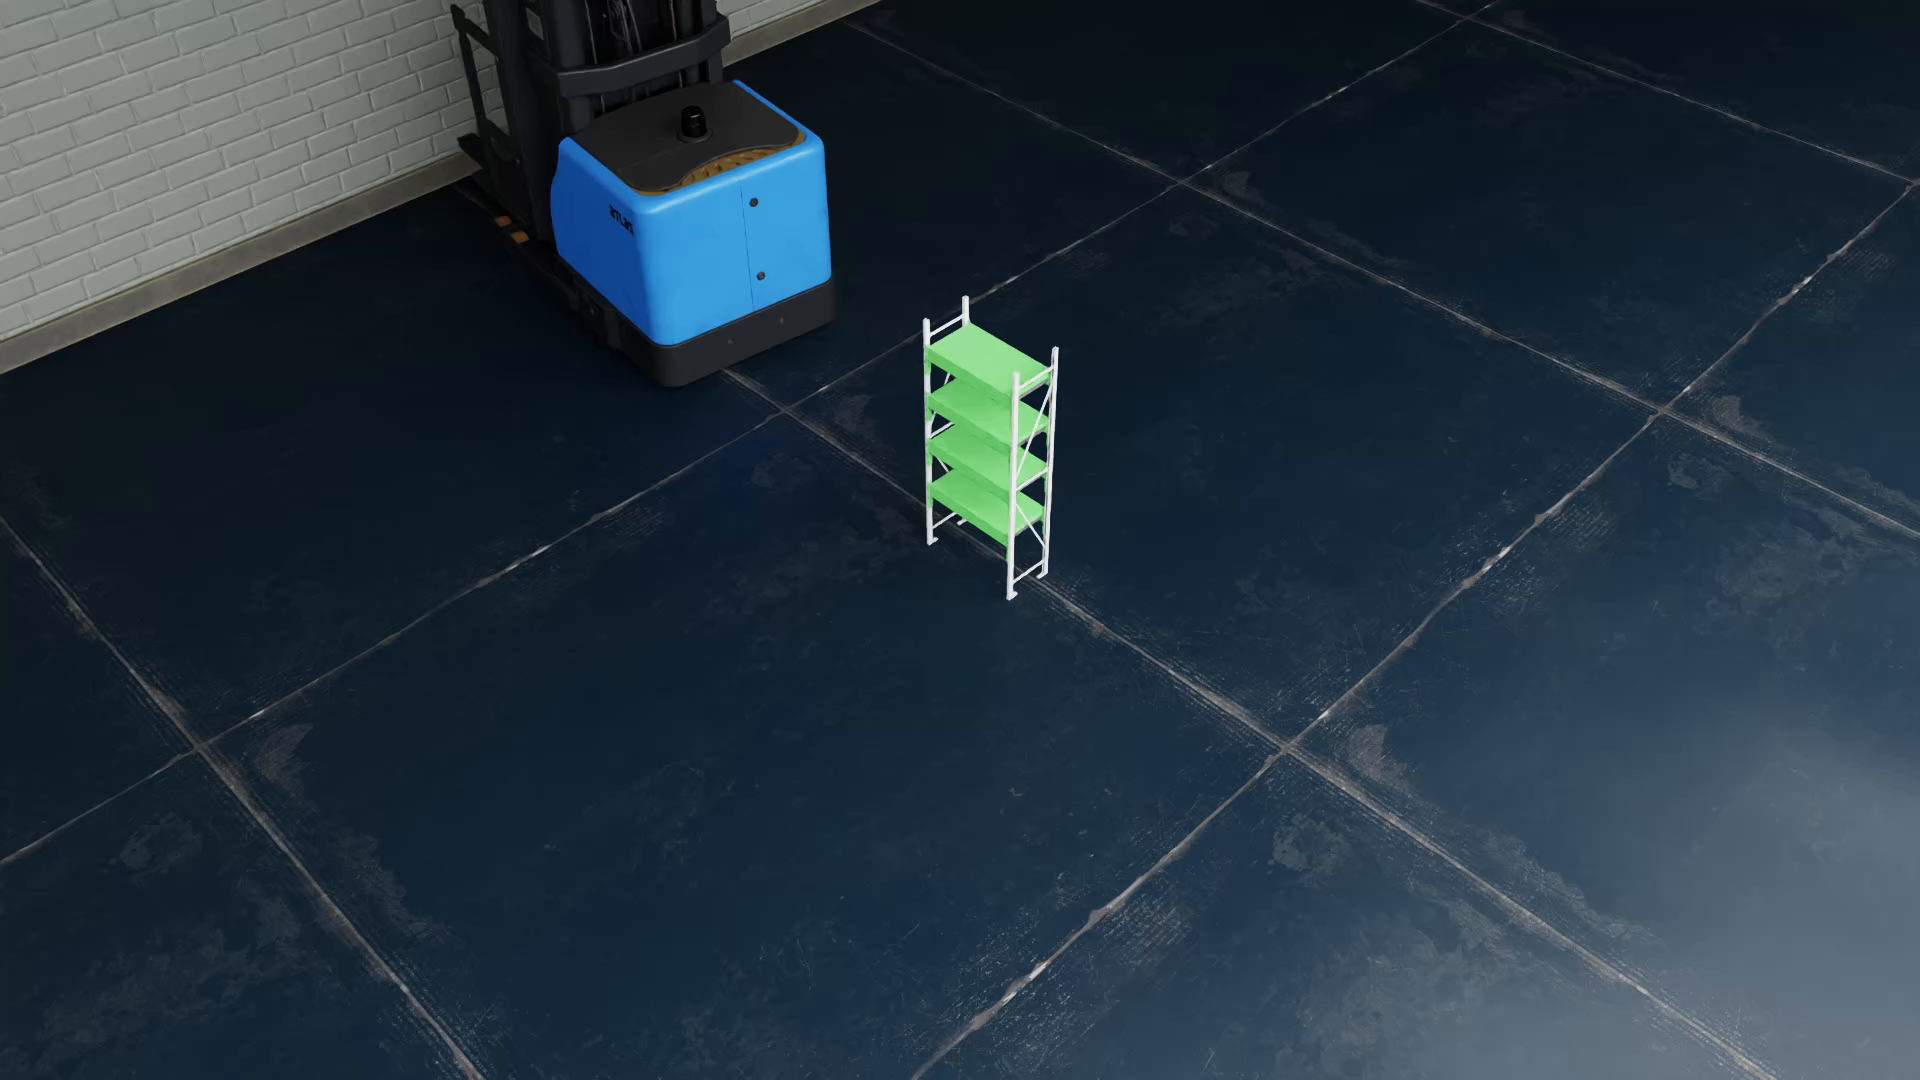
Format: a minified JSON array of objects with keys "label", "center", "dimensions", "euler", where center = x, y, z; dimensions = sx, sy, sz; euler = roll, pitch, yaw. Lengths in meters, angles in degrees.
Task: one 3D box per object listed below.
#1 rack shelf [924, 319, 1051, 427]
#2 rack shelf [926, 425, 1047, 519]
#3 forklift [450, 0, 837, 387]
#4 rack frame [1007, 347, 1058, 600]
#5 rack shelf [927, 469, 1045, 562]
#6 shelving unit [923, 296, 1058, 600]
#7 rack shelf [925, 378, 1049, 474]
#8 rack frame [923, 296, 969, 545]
[{"label":"rack shelf","center":[0.117,-0.667,6.592],"dimensions":[0.258,0.148,0.480],"euler":[-34,53,-31]},{"label":"rack shelf","center":[0.117,-0.314,6.917],"dimensions":[0.258,0.148,0.480],"euler":[-34,53,-31]},{"label":"forklift","center":[-1.927,-2.765,8.200],"dimensions":[1.130,2.935,3.031],"euler":[-28,49,-27]},{"label":"rack frame","center":[0.289,-0.244,6.747],"dimensions":[0.240,1.200,0.015],"euler":[-34,53,-31]},{"label":"rack shelf","center":[0.117,-0.138,7.080],"dimensions":[0.258,0.148,0.480],"euler":[-34,53,-31]},{"label":"shelving unit","center":[0.117,-0.361,6.874],"dimensions":[0.258,1.200,0.503],"euler":[-34,53,-31]},{"label":"rack shelf","center":[0.117,-0.490,6.755],"dimensions":[0.258,0.148,0.480],"euler":[-34,53,-31]},{"label":"rack frame","center":[-0.055,-0.478,7.001],"dimensions":[0.240,1.200,0.015],"euler":[-34,53,-31]}]
